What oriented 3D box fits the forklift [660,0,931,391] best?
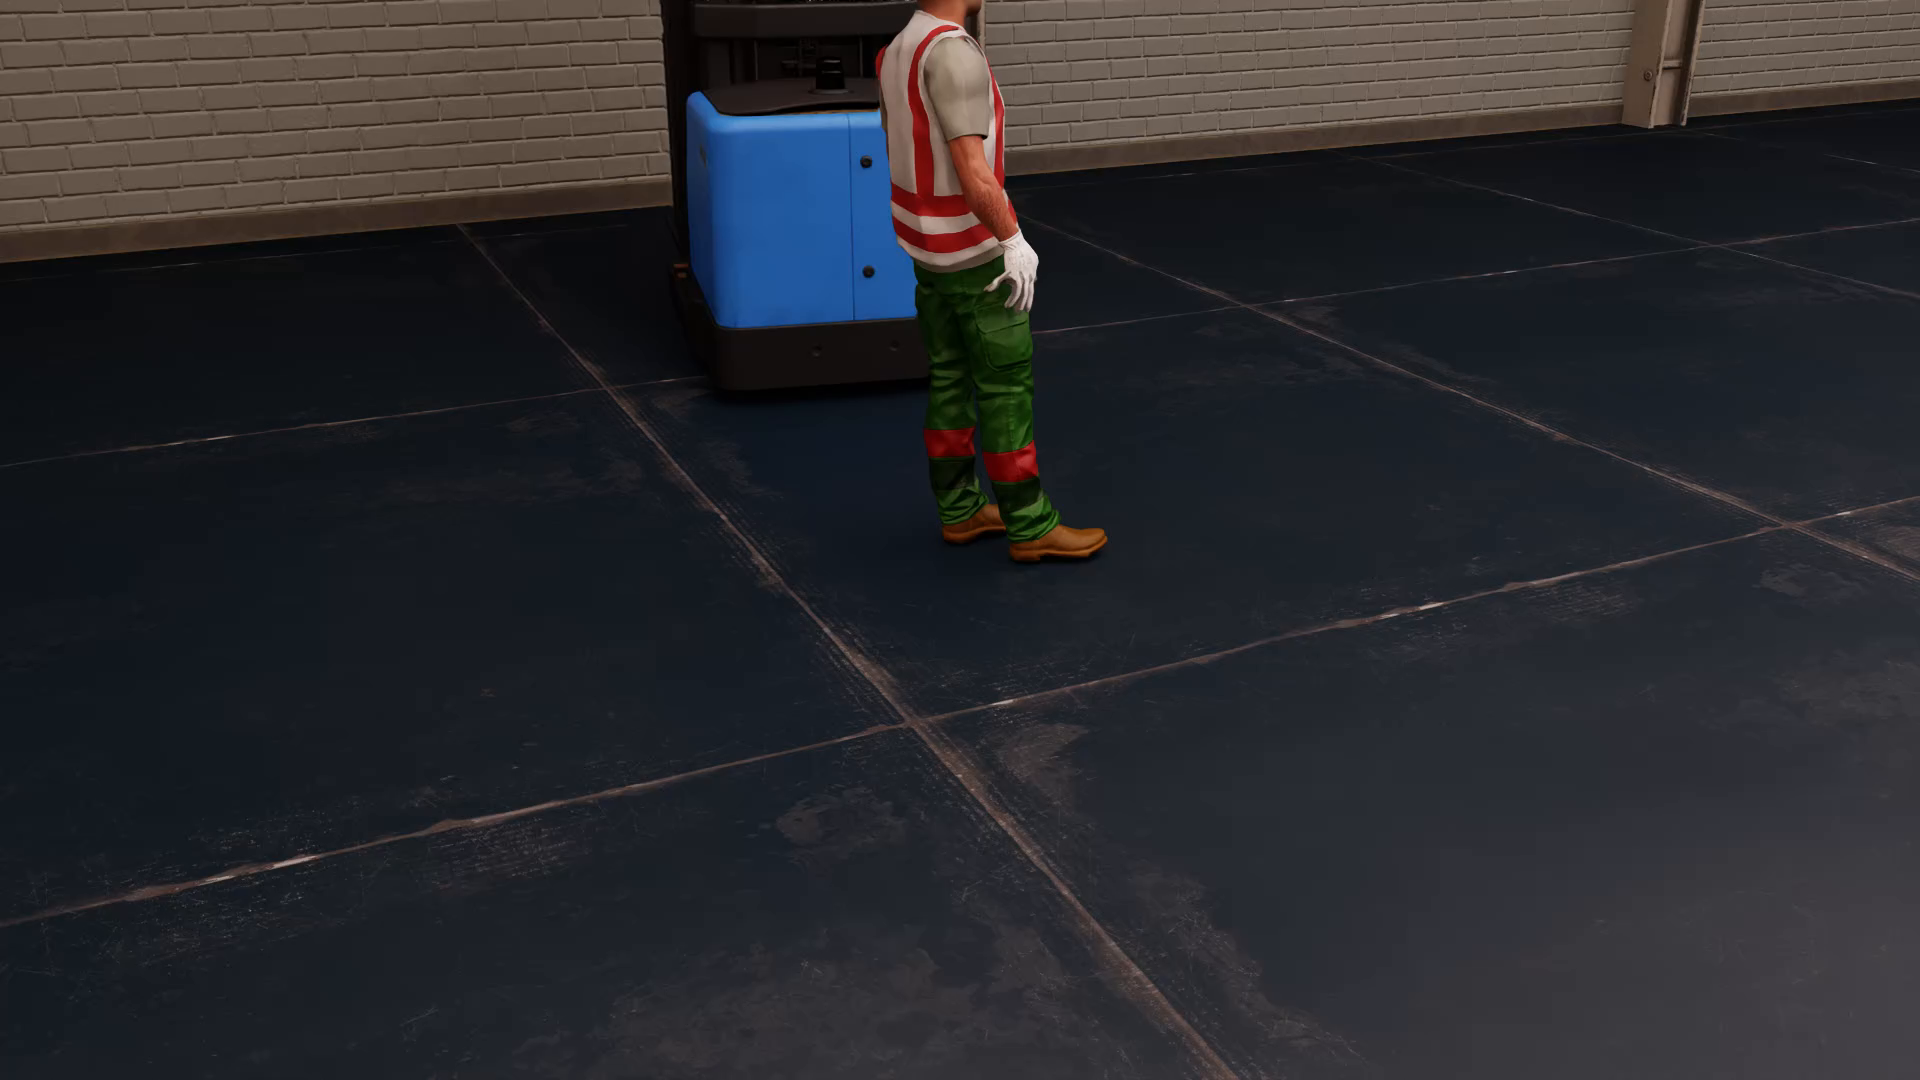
[{"bbox_3d":[-0.764,-2.452,7.190,1.130,2.935,3.031,-5,23,-13],"label":"forklift"}]

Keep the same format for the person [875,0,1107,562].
[{"bbox_3d":[0.077,-0.842,4.782,0.564,1.787,0.638,-10,25,-23],"label":"person"}]
